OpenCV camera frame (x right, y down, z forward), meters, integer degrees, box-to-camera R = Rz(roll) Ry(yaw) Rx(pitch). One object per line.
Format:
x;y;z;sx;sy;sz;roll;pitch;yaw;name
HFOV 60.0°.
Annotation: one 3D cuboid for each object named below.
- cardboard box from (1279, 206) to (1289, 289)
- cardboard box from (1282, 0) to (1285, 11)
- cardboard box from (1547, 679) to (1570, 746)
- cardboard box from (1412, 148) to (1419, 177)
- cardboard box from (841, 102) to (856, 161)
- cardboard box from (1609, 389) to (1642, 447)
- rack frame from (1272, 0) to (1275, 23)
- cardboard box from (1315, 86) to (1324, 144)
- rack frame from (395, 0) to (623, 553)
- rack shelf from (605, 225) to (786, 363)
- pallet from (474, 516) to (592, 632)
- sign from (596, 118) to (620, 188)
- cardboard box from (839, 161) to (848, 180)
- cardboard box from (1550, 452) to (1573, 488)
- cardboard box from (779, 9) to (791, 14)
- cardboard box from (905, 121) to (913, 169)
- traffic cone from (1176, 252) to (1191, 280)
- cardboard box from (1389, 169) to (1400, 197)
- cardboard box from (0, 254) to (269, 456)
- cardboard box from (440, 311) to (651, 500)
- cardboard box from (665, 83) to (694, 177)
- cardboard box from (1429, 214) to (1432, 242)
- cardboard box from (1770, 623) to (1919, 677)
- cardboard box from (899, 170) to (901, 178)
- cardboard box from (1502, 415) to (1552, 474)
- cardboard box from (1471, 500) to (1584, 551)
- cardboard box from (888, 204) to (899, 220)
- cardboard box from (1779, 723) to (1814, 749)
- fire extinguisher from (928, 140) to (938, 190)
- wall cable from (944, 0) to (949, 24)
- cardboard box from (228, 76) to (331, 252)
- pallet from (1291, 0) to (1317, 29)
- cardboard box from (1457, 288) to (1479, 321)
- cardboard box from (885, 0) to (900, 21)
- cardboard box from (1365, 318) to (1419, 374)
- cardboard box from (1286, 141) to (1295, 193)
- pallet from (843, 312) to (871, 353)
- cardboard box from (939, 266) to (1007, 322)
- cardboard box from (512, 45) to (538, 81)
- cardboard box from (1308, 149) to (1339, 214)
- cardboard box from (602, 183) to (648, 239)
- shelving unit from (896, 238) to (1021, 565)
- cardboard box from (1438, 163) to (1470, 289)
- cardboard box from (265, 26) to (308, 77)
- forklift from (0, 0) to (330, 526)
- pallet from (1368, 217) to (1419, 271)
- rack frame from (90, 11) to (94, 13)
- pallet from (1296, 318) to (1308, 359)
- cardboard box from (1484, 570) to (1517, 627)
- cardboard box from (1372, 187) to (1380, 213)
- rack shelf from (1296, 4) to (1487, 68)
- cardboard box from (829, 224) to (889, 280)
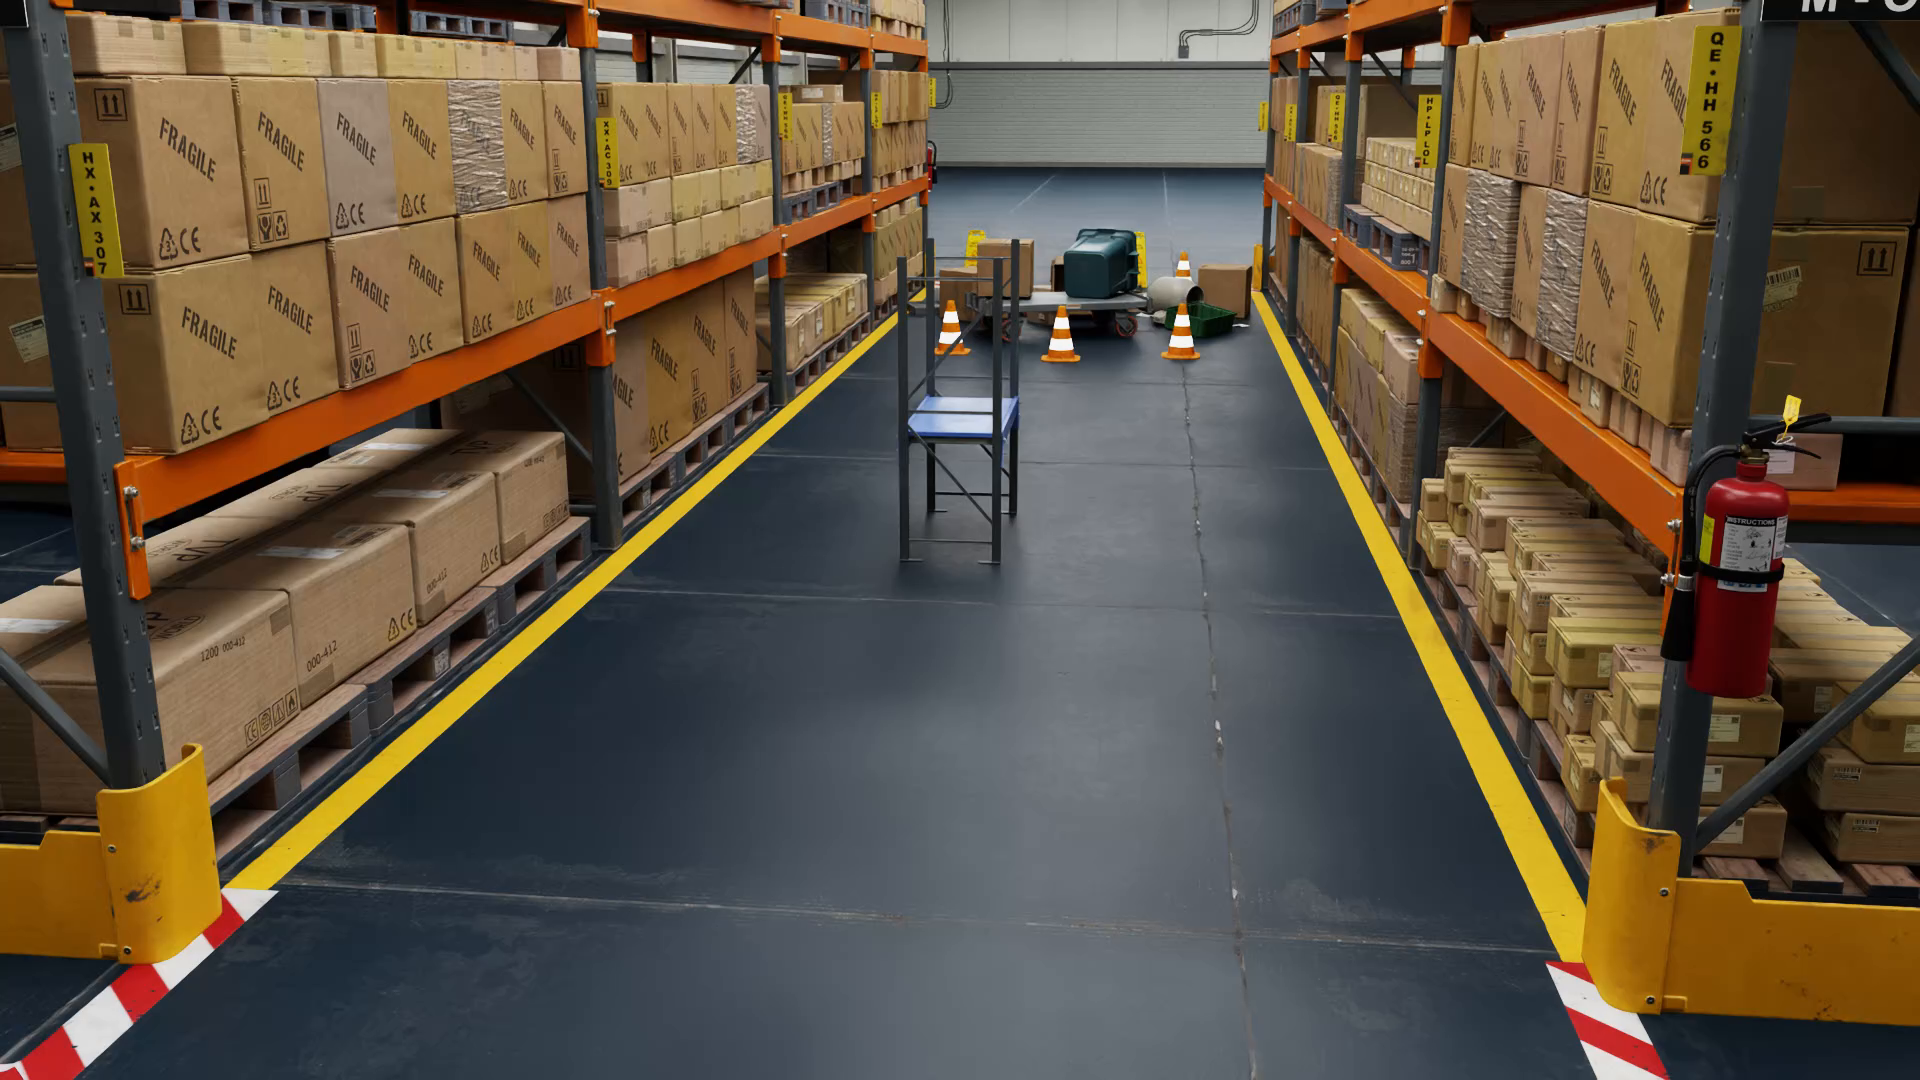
3.939;-3.177;17.931;0.875;0.875;0.875;1;15;5;cardboard box
3.547;-5.577;17.280;0.380;0.149;0.250;2;15;6;cardboard box
2.152;0.574;5.449;0.380;0.149;0.250;2;15;7;cardboard box
2.665;-2.041;9.000;0.380;0.149;0.250;1;15;4;cardboard box
-1.213;-3.628;14.766;0.500;0.500;0.500;2;15;7;cardboard box
2.076;-0.357;4.717;0.380;0.149;0.250;2;15;6;cardboard box
4.047;-7.302;18.428;1.000;3.000;0.127;2;15;6;rack frame
3.545;-3.771;14.754;0.700;0.500;0.500;1;15;5;cardboard box
-2.237;-1.413;8.143;1.000;3.000;0.127;2;15;6;rack frame
-2.011;-1.585;10.155;1.077;0.370;4.000;2;15;6;rack shelf
-2.401;0.128;7.786;1.003;0.211;1.213;2;15;6;pallet
-1.685;-1.854;7.961;0.100;0.325;0.005;2;15;6;sign
-1.184;-3.226;14.524;0.380;0.149;0.250;2;15;7;cardboard box
2.911;-0.308;7.571;0.380;0.149;0.250;2;15;8;cardboard box
-1.669;-4.193;12.483;0.700;0.500;0.500;2;15;6;cardboard box
-0.791;-4.309;18.091;0.500;0.500;0.500;2;15;6;cardboard box
2.576;-3.086;19.187;0.336;0.463;0.334;2;15;6;traffic cone
2.746;-2.103;9.799;0.380;0.149;0.250;2;15;6;cardboard box
-2.349;-0.540;4.722;0.500;0.500;0.500;2;15;6;cardboard box
-2.247;-0.754;8.969;0.875;0.875;0.875;2;15;8;cardboard box
-1.813;-2.313;9.362;0.500;0.500;0.500;1;15;5;cardboard box
2.569;-1.552;8.330;0.380;0.149;0.250;2;15;7;cardboard box
2.705;0.367;5.074;0.380;0.149;0.250;2;15;6;cardboard box
-0.826;-3.837;17.587;0.380;0.149;0.250;2;15;6;cardboard box
3.040;-0.474;8.652;0.500;0.500;0.500;2;15;8;cardboard box
2.262;-0.056;6.639;0.380;0.149;0.250;2;15;7;cardboard box
-0.842;-3.418;17.339;0.380;0.149;0.250;3;15;9;cardboard box
2.643;0.576;4.874;0.380;0.149;0.250;2;15;6;cardboard box
-0.412;-4.505;19.723;0.296;0.674;0.183;2;15;6;fire extinguisher
0.930;-16.778;49.745;3.097;2.526;0.112;2;15;6;wall cable
-2.300;-1.157;5.088;0.500;0.500;0.500;1;15;5;cardboard box
3.698;-4.986;15.778;1.003;0.211;1.213;2;15;6;pallet
2.380;-1.040;7.241;0.380;0.149;0.250;2;15;8;cardboard box
-0.894;-5.377;16.772;0.500;0.250;0.500;2;15;7;cardboard box
2.642;-1.123;9.616;0.500;0.250;0.500;1;15;4;cardboard box
3.665;-3.681;16.240;0.875;0.550;0.550;2;15;6;cardboard box
-1.421;-1.940;15.433;1.003;0.211;1.213;2;15;6;pallet
0.139;-2.521;17.022;0.500;0.500;0.500;-14;20;-42;cardboard box
-2.093;-2.103;7.343;0.380;0.149;0.250;2;15;8;cardboard box
3.096;-2.896;13.435;0.500;0.500;0.500;2;15;7;cardboard box
-1.907;-1.688;8.489;0.500;0.250;0.500;1;15;5;cardboard box
0.010;-0.746;8.548;0.538;1.500;1.048;2;15;6;shelving unit
2.386;-1.365;7.201;0.500;0.500;0.500;1;15;5;cardboard box
-2.259;-1.507;5.139;0.380;0.149;0.250;1;15;4;cardboard box
-5.177;-1.730;9.445;3.031;2.935;1.130;7;17;25;forklift
2.961;-1.724;9.659;1.003;0.211;1.213;2;15;6;pallet
-6.718;-2.596;12.517;1.000;3.000;0.127;2;15;6;rack frame
3.583;-1.820;14.990;1.003;0.211;1.213;2;15;6;pallet
2.171;0.220;6.188;0.380;0.149;0.250;2;15;7;cardboard box
2.833;-2.163;10.592;0.380;0.149;0.250;2;15;9;cardboard box
3.370;-3.951;13.158;1.077;0.370;4.000;2;15;6;rack shelf
-1.000;-2.871;16.559;0.500;0.500;0.500;2;15;9;cardboard box
